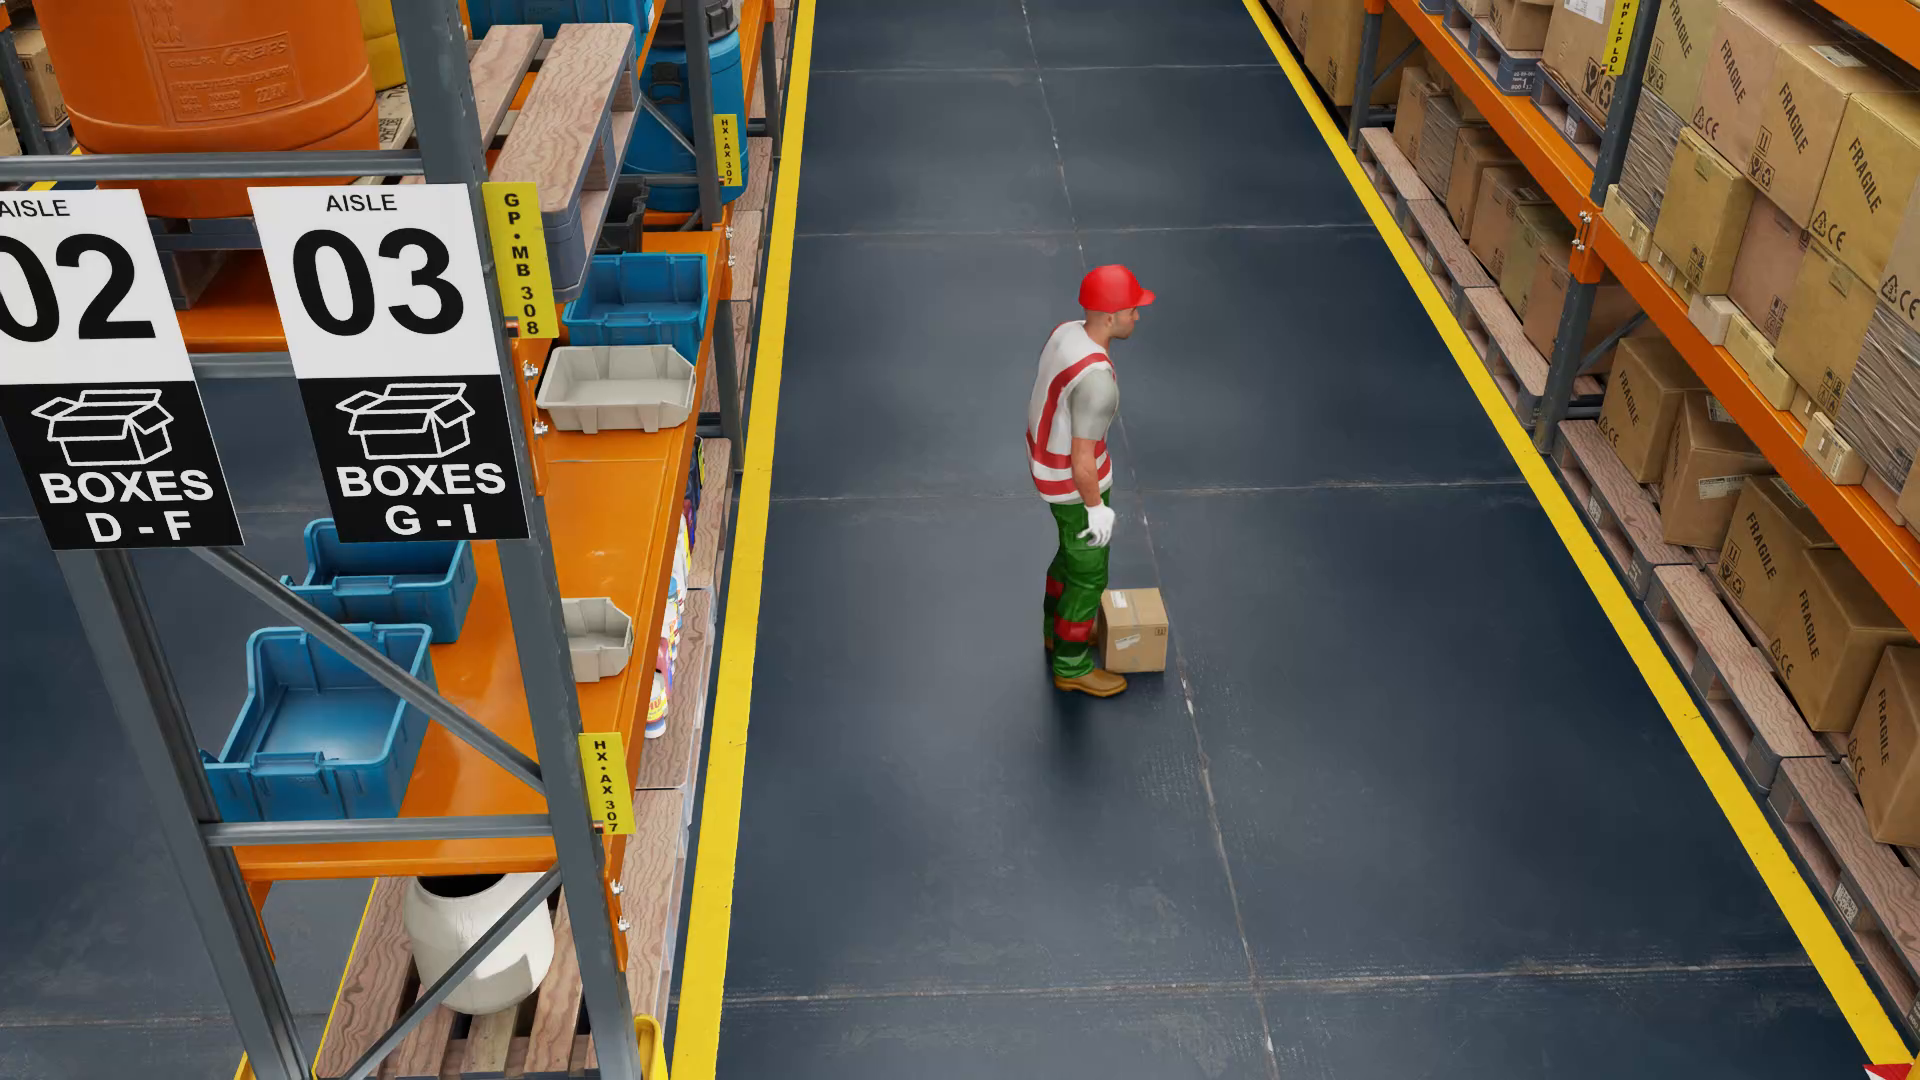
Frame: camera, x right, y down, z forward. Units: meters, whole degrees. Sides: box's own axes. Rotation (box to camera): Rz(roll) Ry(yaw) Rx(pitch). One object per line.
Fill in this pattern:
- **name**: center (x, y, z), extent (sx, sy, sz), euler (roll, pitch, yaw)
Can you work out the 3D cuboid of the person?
- **person**: center (0.489, -0.236, 6.472), extent (0.454, 1.777, 0.606), euler (-3, 35, -4)
